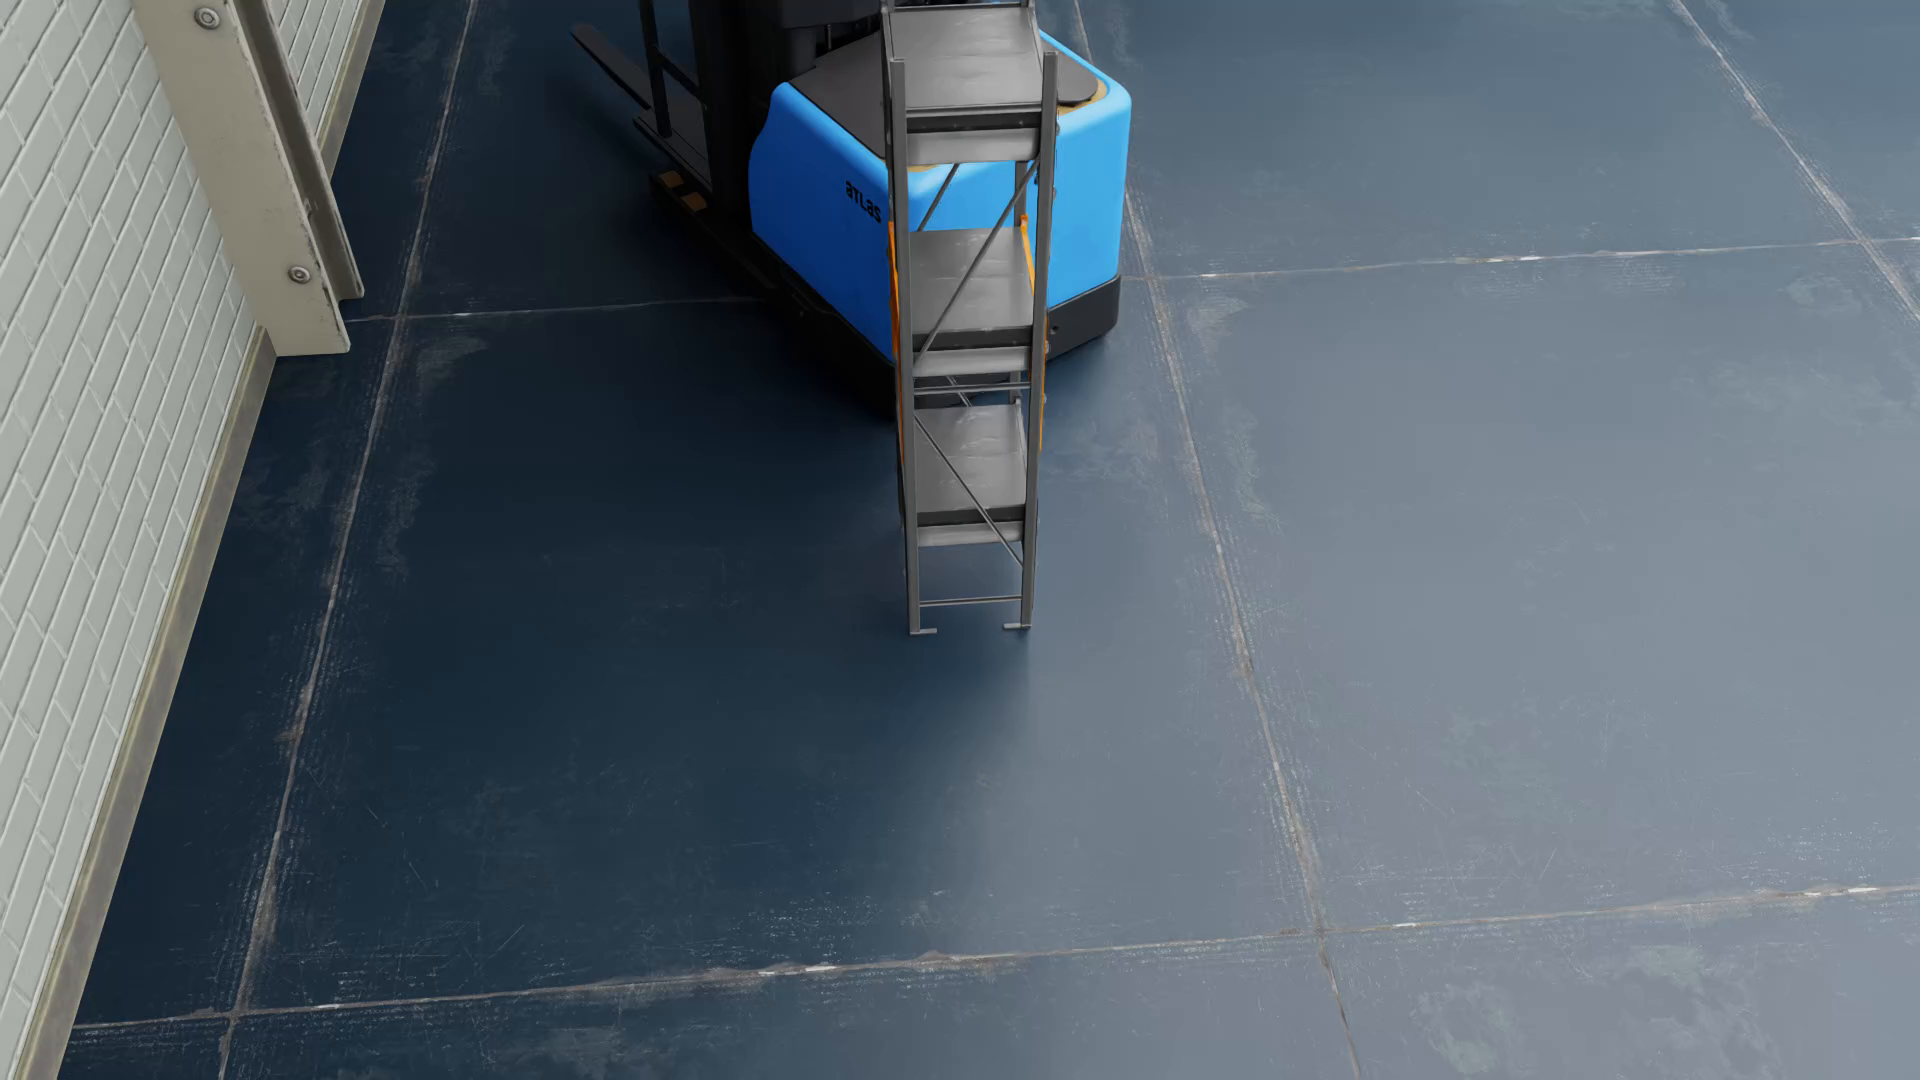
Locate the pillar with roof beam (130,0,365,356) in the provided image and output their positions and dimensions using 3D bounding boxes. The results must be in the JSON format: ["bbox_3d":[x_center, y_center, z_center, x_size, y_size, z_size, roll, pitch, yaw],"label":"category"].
[{"bbox_3d":[1.752,-4.217,3.546,9.100,9.000,0.400,-3,47,-3],"label":"pillar with roof beam"}]

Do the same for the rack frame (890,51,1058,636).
[{"bbox_3d":[0.034,-0.426,4.707,0.400,2.100,0.015,-3,47,-3],"label":"rack frame"}]

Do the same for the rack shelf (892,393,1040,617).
[{"bbox_3d":[0.014,-0.112,5.392,0.431,0.518,0.480,-3,47,-3],"label":"rack shelf"}]

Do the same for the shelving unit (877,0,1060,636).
[{"bbox_3d":[0.014,-0.602,4.874,0.431,2.100,0.503,-3,47,-3],"label":"shelving unit"}]

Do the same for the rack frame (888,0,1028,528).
[{"bbox_3d":[-0.007,-0.779,5.041,0.400,2.100,0.015,-3,47,-3],"label":"rack frame"}]

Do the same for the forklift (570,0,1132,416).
[{"bbox_3d":[-0.654,-2.478,6.078,1.130,2.935,3.031,-28,52,-24],"label":"forklift"}]

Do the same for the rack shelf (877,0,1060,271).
[{"bbox_3d":[0.014,-1.074,4.376,0.431,0.518,0.480,-3,47,-3],"label":"rack shelf"}]

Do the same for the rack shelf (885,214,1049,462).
[{"bbox_3d":[0.014,-0.593,4.884,0.431,0.518,0.480,-3,47,-3],"label":"rack shelf"}]
